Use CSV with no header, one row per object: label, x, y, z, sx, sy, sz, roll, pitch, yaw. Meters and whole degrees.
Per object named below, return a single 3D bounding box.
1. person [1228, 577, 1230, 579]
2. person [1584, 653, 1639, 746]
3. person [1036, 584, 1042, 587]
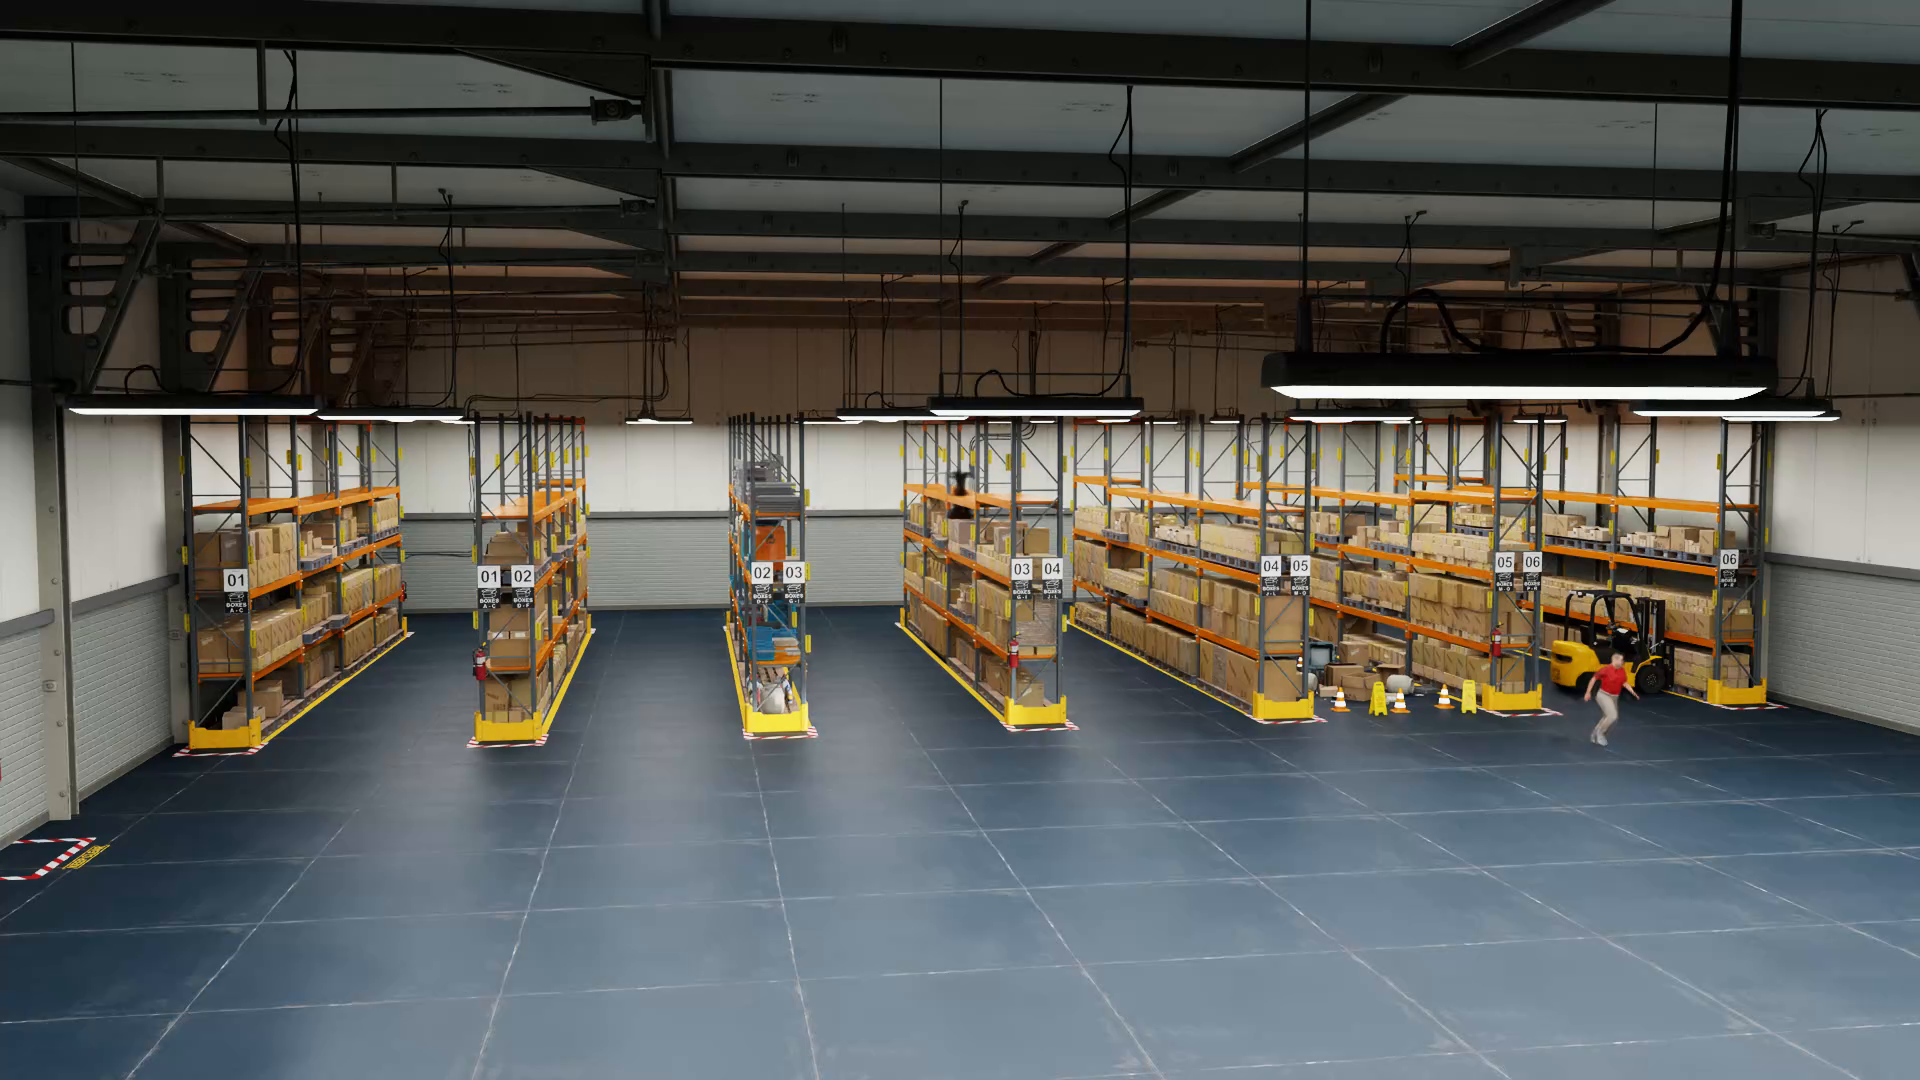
person,7.327,1.869,44.126,0.662,1.732,0.789,-2,5,-31
person,11.677,2.848,29.747,0.651,1.670,0.824,-3,5,-33
person,2.093,1.742,47.154,0.695,1.569,1.032,-2,4,-25
